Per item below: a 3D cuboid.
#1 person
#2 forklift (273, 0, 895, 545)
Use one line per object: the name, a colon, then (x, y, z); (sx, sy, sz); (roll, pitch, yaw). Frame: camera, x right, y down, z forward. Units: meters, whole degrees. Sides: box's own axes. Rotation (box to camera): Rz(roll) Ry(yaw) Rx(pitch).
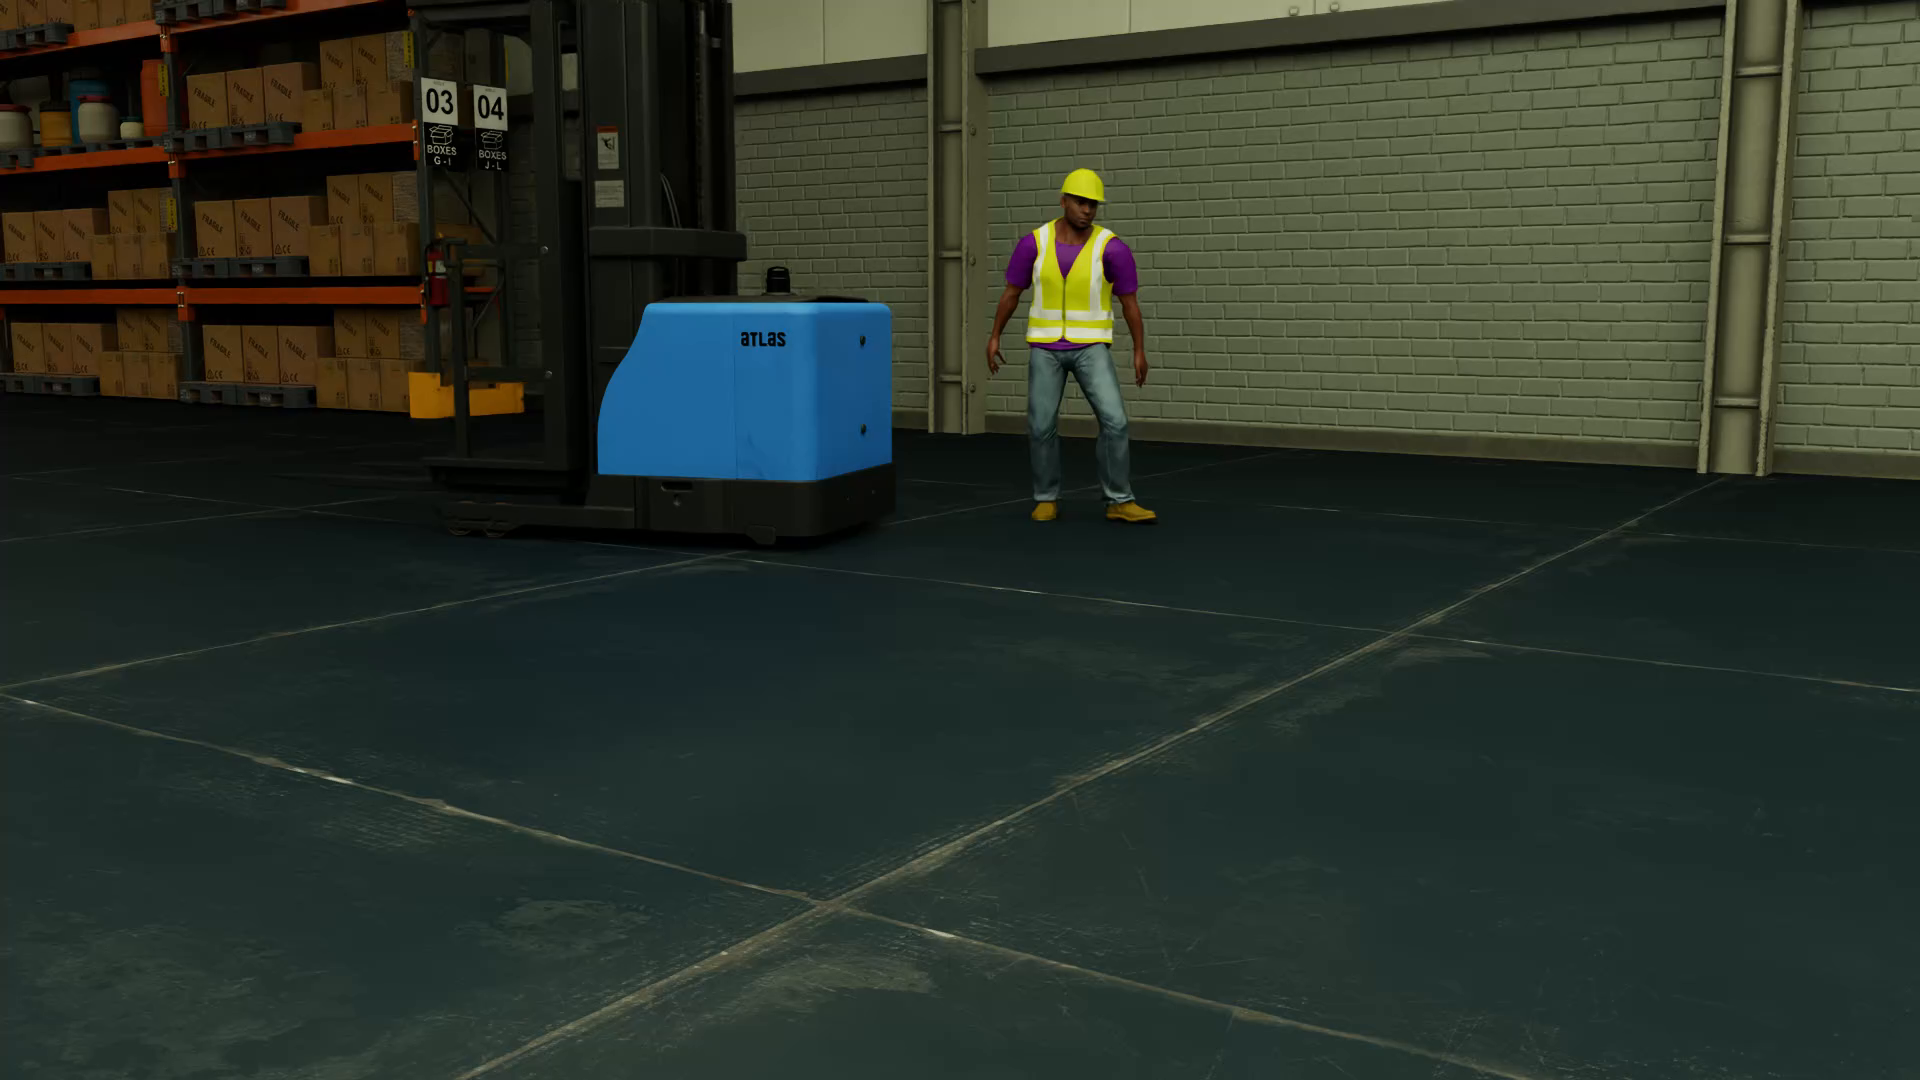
person: (0.546, -0.946, 8.207); (0.896, 1.733, 0.473); (2, 8, 13)
forklift: (-1.887, -1.528, 7.936); (3.031, 2.935, 1.130); (3, 9, 19)
